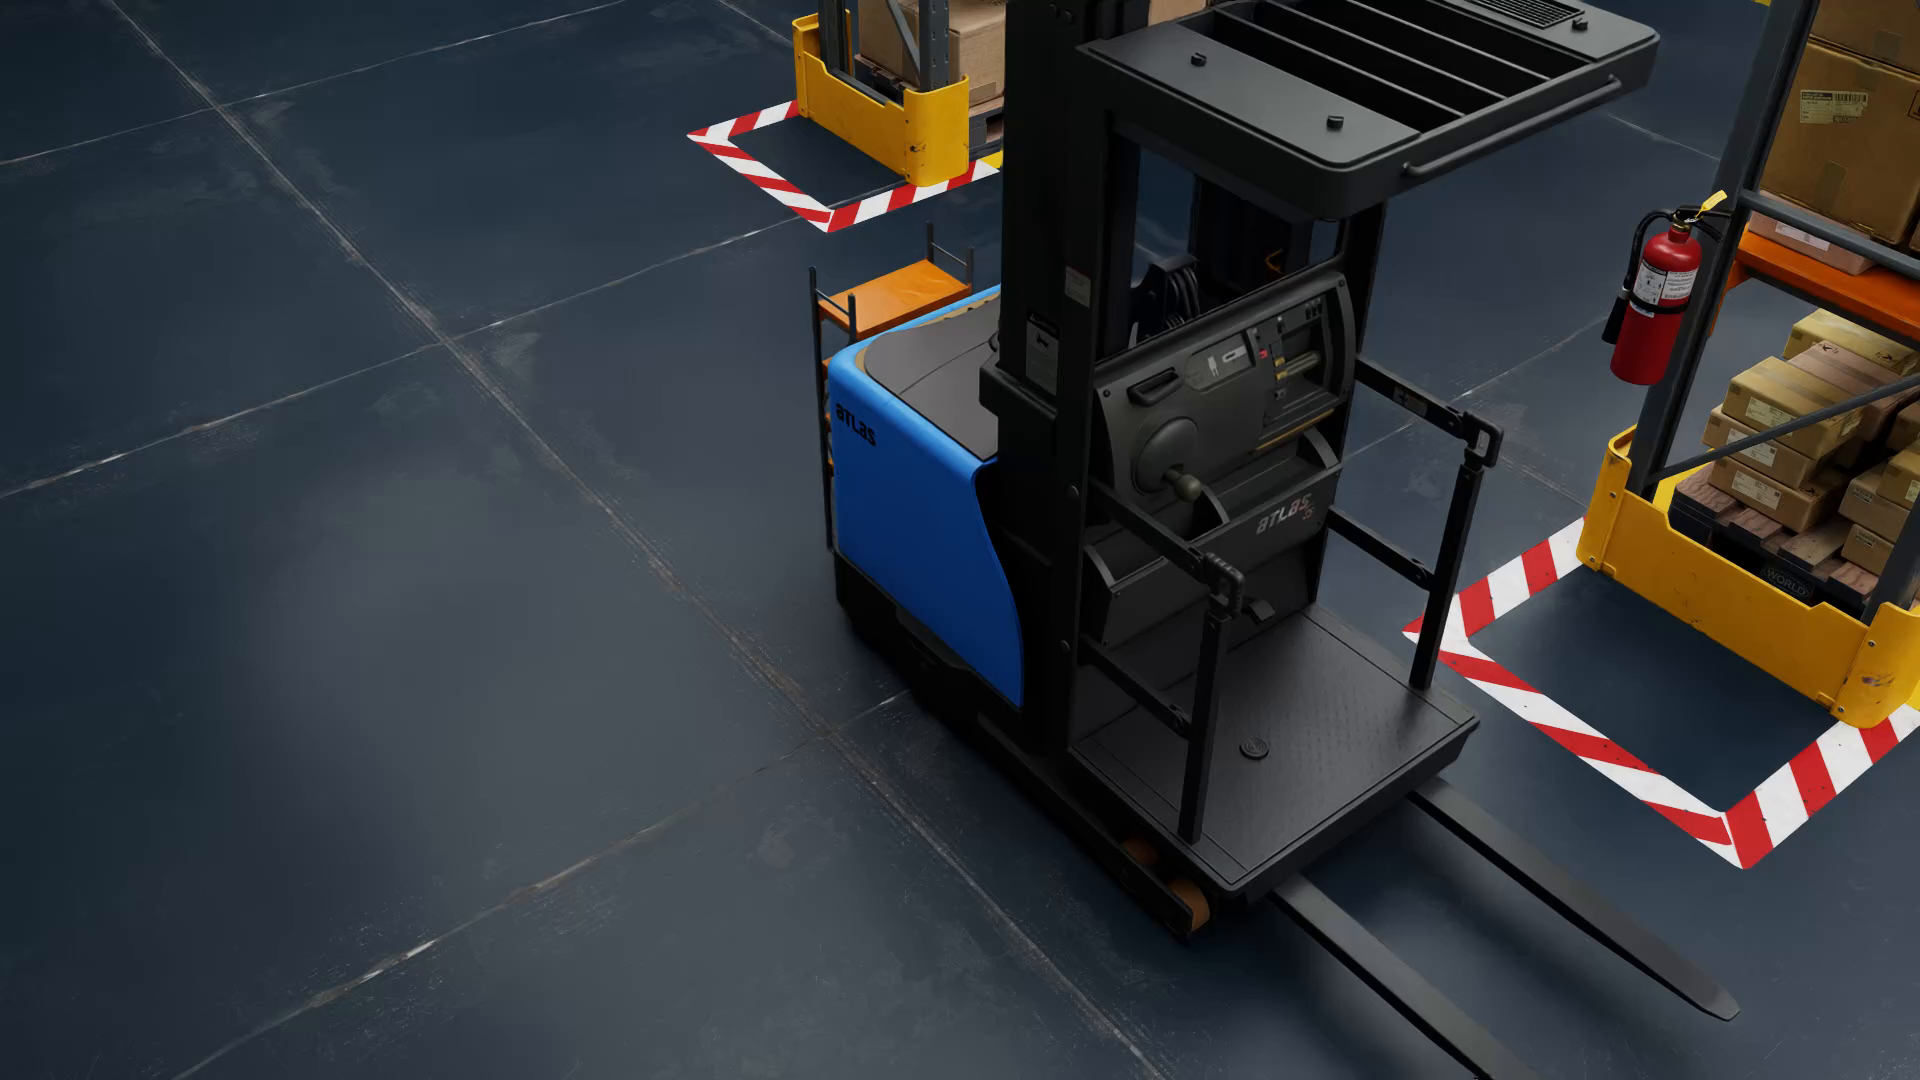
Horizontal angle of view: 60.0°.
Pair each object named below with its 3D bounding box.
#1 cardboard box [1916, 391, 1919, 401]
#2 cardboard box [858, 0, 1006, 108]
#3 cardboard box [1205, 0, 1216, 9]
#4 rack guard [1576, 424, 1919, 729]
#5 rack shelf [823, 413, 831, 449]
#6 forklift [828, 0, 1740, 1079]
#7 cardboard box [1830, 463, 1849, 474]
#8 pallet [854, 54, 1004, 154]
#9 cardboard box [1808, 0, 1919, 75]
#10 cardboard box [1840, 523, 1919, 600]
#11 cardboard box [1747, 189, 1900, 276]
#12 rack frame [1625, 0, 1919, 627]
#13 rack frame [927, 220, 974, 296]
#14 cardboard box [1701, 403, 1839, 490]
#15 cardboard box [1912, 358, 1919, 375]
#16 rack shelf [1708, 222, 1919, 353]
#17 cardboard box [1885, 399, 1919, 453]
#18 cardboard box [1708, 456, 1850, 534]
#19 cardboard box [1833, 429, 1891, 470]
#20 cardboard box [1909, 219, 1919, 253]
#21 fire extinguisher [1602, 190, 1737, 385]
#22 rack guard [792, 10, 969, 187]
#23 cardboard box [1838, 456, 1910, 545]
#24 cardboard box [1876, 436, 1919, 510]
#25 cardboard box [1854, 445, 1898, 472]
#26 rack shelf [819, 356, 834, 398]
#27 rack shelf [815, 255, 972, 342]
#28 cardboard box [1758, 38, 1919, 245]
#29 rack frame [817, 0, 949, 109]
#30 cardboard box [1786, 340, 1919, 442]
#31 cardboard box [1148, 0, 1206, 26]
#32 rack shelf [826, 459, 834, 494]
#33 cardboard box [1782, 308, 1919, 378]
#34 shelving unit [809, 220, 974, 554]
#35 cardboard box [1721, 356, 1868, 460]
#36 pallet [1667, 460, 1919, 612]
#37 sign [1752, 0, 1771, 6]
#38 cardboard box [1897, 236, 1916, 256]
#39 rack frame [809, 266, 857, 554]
[{"bbox_3d":[3.626,-0.626,6.330,0.250,0.149,0.380,-27,46,-29],"label":"cardboard box"},{"bbox_3d":[0.060,-2.777,8.959,0.875,0.438,0.875,-28,47,-29],"label":"cardboard box"},{"bbox_3d":[1.497,-3.483,9.819,0.875,0.438,0.875,-27,47,-29],"label":"cardboard box"},{"bbox_3d":[2.755,0.087,5.749,0.348,0.500,1.175,-26,46,-28],"label":"rack guard"},{"bbox_3d":[-0.225,-0.419,5.921,0.480,0.148,0.258,-27,46,-29],"label":"rack shelf"},{"bbox_3d":[0.866,-0.346,4.361,1.130,2.935,3.031,-26,46,-28],"label":"forklift"},{"bbox_3d":[3.127,-0.369,6.251,0.250,0.149,0.380,-25,45,-27],"label":"cardboard box"},{"bbox_3d":[0.184,-2.570,9.217,1.213,0.211,1.003,-26,46,-28],"label":"pallet"},{"bbox_3d":[2.906,-1.692,4.846,0.500,0.500,0.500,-27,46,-29],"label":"cardboard box"},{"bbox_3d":[3.305,0.049,5.742,0.250,0.149,0.380,-25,46,-27],"label":"cardboard box"},{"bbox_3d":[2.781,-1.021,5.327,0.250,0.149,0.380,-26,46,-28],"label":"cardboard box"},{"bbox_3d":[2.694,-0.850,4.921,0.127,3.000,1.000,-26,46,-28],"label":"rack frame"},{"bbox_3d":[-0.034,-0.568,5.996,0.015,1.200,0.240,-27,46,-29],"label":"rack frame"},{"bbox_3d":[2.939,-0.372,6.021,0.250,0.149,0.380,-27,47,-29],"label":"cardboard box"},{"bbox_3d":[3.566,-0.772,6.274,0.250,0.149,0.380,-28,47,-30],"label":"cardboard box"},{"bbox_3d":[4.280,-1.345,6.091,4.000,0.370,1.077,-26,46,-28],"label":"rack shelf"},{"bbox_3d":[3.462,-0.339,5.745,0.250,0.149,0.380,-25,46,-27],"label":"cardboard box"},{"bbox_3d":[2.985,-0.218,6.068,0.250,0.149,0.380,-25,46,-27],"label":"cardboard box"},{"bbox_3d":[3.179,-0.446,6.111,0.250,0.149,0.380,-27,47,-29],"label":"cardboard box"},{"bbox_3d":[3.219,-1.038,4.837,0.500,0.500,0.500,-24,45,-26],"label":"cardboard box"},{"bbox_3d":[2.213,-0.810,5.228,0.183,0.674,0.296,-26,46,-28],"label":"fire extinguisher"},{"bbox_3d":[-0.421,-2.324,8.689,0.348,0.500,1.175,-26,46,-28],"label":"rack guard"},{"bbox_3d":[3.266,-0.098,5.687,0.250,0.149,0.380,-24,45,-26],"label":"cardboard box"},{"bbox_3d":[3.317,-0.172,5.542,0.250,0.149,0.380,-28,47,-30],"label":"cardboard box"},{"bbox_3d":[3.389,-0.427,6.322,0.250,0.149,0.380,-26,46,-28],"label":"cardboard box"},{"bbox_3d":[-0.225,-0.592,5.780,0.480,0.148,0.258,-27,46,-29],"label":"rack shelf"},{"bbox_3d":[-0.225,-0.775,5.629,0.480,0.148,0.258,-27,46,-29],"label":"rack shelf"},{"bbox_3d":[2.894,-1.306,5.164,0.500,0.500,0.500,-25,46,-27],"label":"cardboard box"},{"bbox_3d":[-0.402,-3.300,7.908,0.127,3.000,1.000,-26,46,-28],"label":"rack frame"},{"bbox_3d":[3.194,-0.540,5.991,0.250,0.149,0.380,-25,46,-27],"label":"cardboard box"},{"bbox_3d":[0.781,-3.135,9.396,0.875,0.438,0.875,-25,45,-27],"label":"cardboard box"},{"bbox_3d":[-0.225,-0.266,6.047,0.480,0.148,0.258,-27,46,-29],"label":"rack shelf"},{"bbox_3d":[3.322,-0.704,6.191,0.250,0.149,0.380,-27,46,-29],"label":"cardboard box"},{"bbox_3d":[-0.225,-0.471,5.879,0.503,1.200,0.258,-27,46,-29],"label":"shelving unit"},{"bbox_3d":[2.960,-0.472,5.908,0.250,0.149,0.380,-25,46,-28],"label":"cardboard box"},{"bbox_3d":[3.420,-0.097,6.202,1.213,0.211,1.003,-26,46,-28],"label":"pallet"},{"bbox_3d":[2.372,-1.706,4.803,0.005,0.325,0.100,-26,46,-28],"label":"sign"},{"bbox_3d":[3.001,-1.098,5.421,0.250,0.149,0.380,-26,46,-28],"label":"cardboard box"},{"bbox_3d":[-0.415,-0.375,5.761,0.015,1.200,0.240,-27,46,-29],"label":"rack frame"}]
